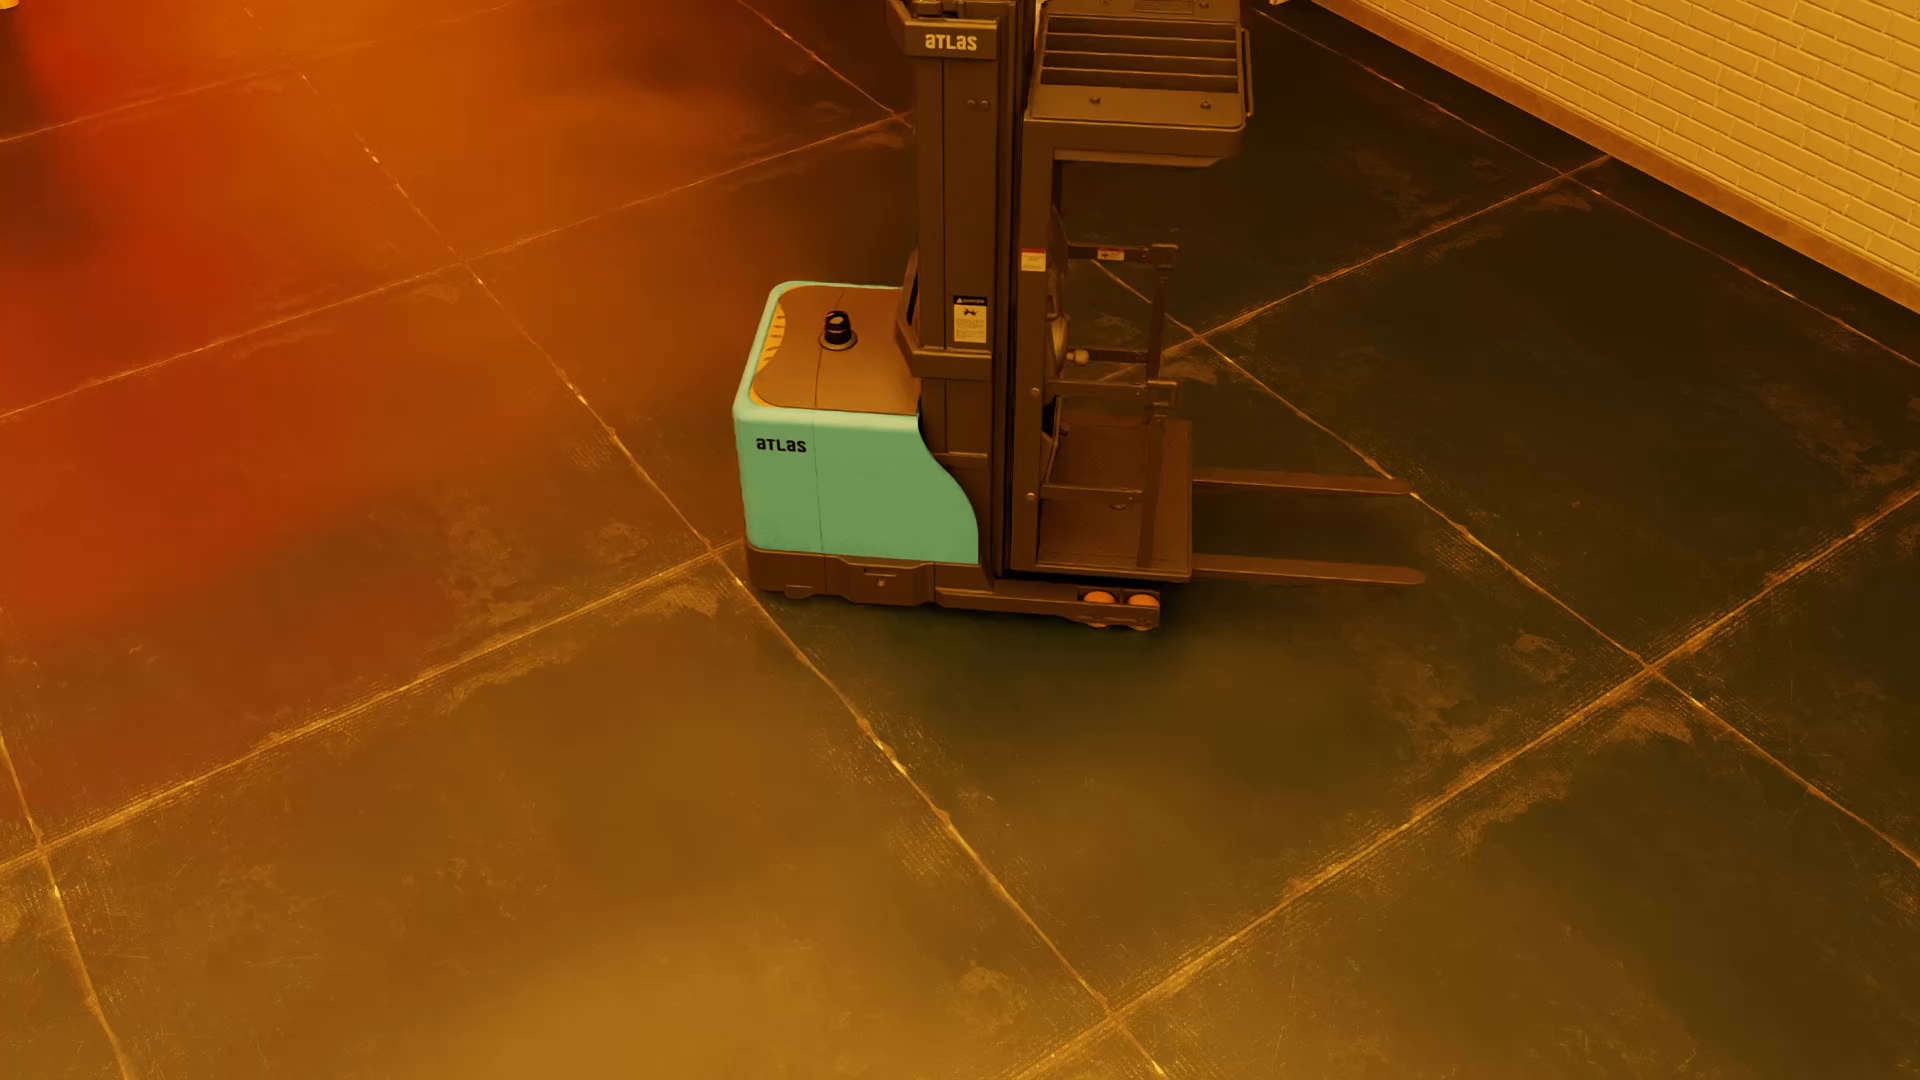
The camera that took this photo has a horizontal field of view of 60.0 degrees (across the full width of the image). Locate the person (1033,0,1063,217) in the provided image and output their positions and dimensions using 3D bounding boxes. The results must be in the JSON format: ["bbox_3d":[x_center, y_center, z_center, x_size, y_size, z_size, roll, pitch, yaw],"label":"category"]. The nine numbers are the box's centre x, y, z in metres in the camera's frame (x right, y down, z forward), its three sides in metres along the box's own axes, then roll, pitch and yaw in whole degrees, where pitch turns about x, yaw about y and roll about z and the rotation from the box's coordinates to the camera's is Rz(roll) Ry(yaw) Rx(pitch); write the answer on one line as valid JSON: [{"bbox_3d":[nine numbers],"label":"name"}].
[{"bbox_3d":[0.431,-2.679,9.575,0.363,1.651,0.485,-1,43,-1],"label":"person"}]

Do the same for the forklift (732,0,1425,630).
[{"bbox_3d":[0.583,-1.054,6.859,3.031,2.935,1.130,4,43,4],"label":"forklift"}]
